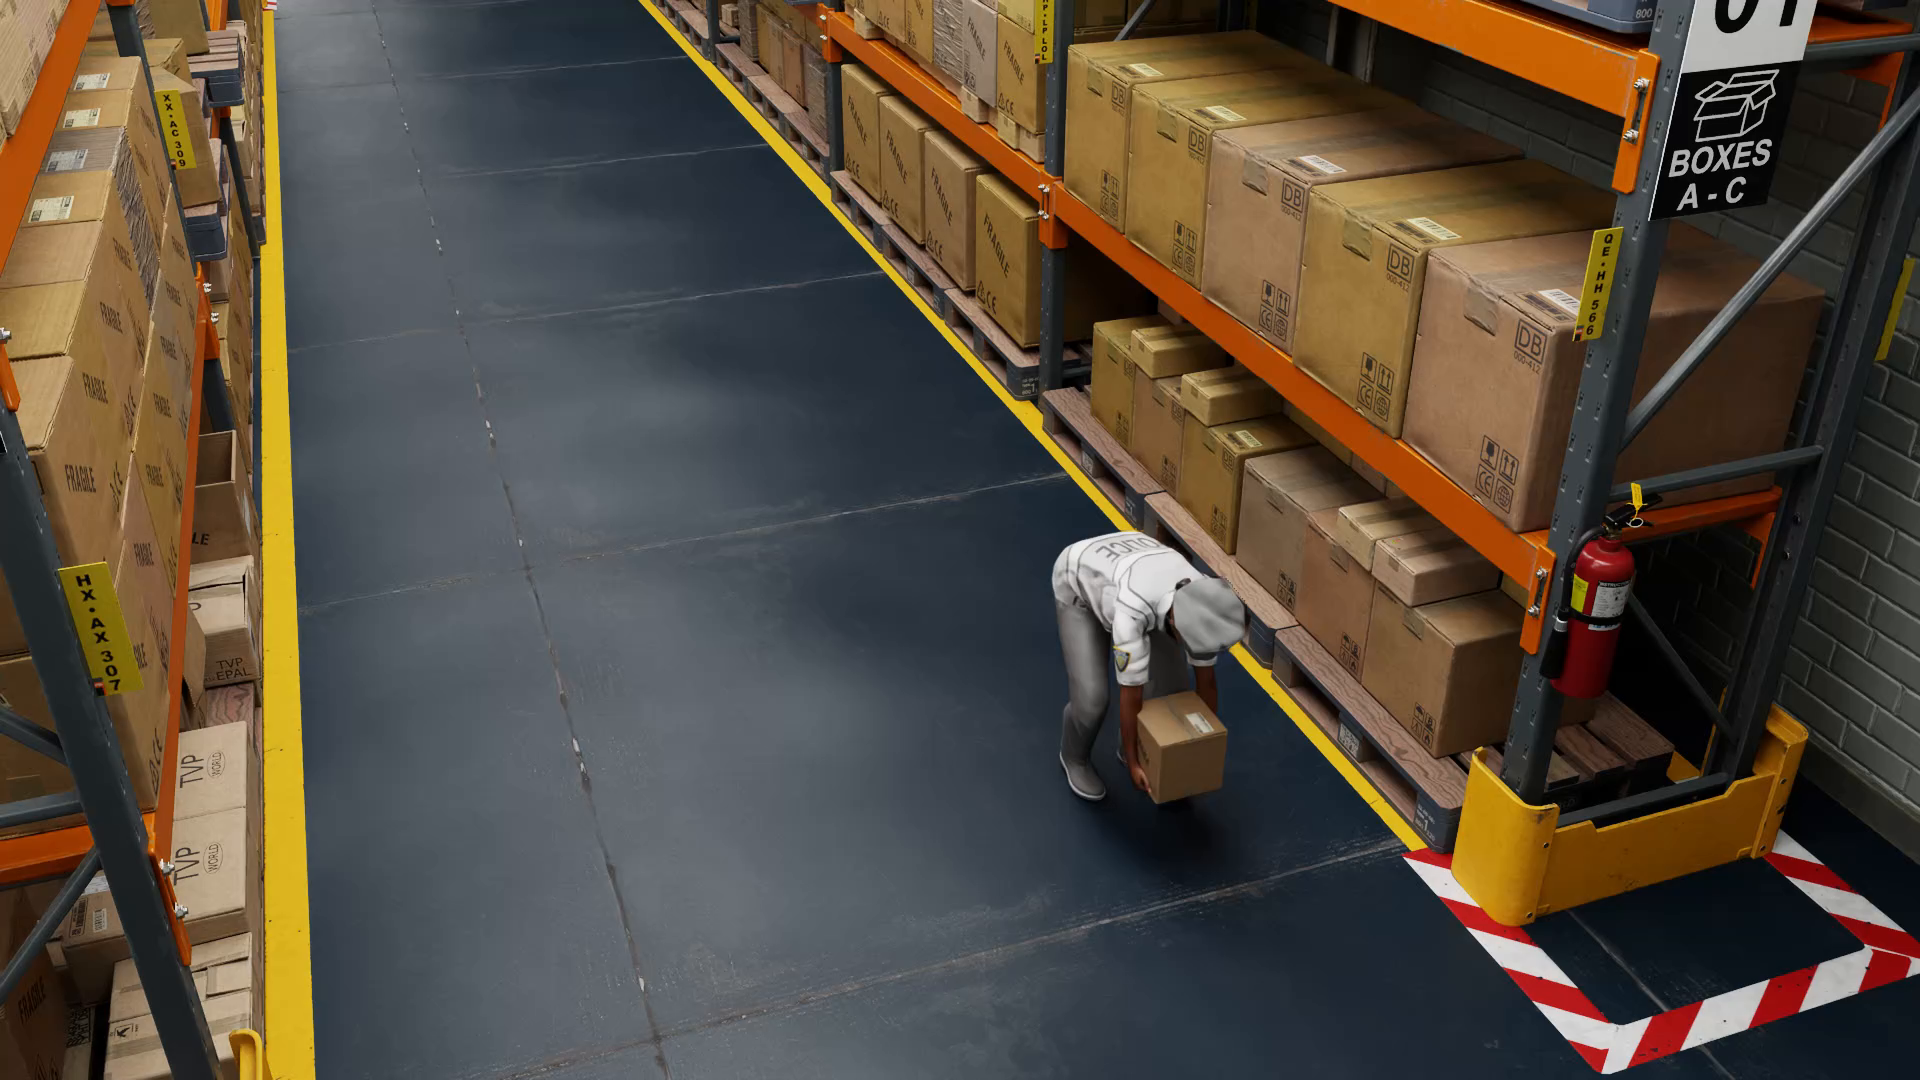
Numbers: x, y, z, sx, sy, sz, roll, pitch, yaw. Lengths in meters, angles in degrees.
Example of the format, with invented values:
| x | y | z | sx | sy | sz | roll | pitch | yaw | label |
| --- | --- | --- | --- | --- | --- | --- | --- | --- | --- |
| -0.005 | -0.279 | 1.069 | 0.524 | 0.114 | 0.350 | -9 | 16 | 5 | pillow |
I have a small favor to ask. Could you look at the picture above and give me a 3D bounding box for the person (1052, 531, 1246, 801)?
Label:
| x | y | z | sx | sy | sz | roll | pitch | yaw | label |
| --- | --- | --- | --- | --- | --- | --- | --- | --- | --- |
| 0.640 | 0.485 | 5.837 | 0.439 | 1.120 | 0.929 | -12 | 32 | -20 | person |
